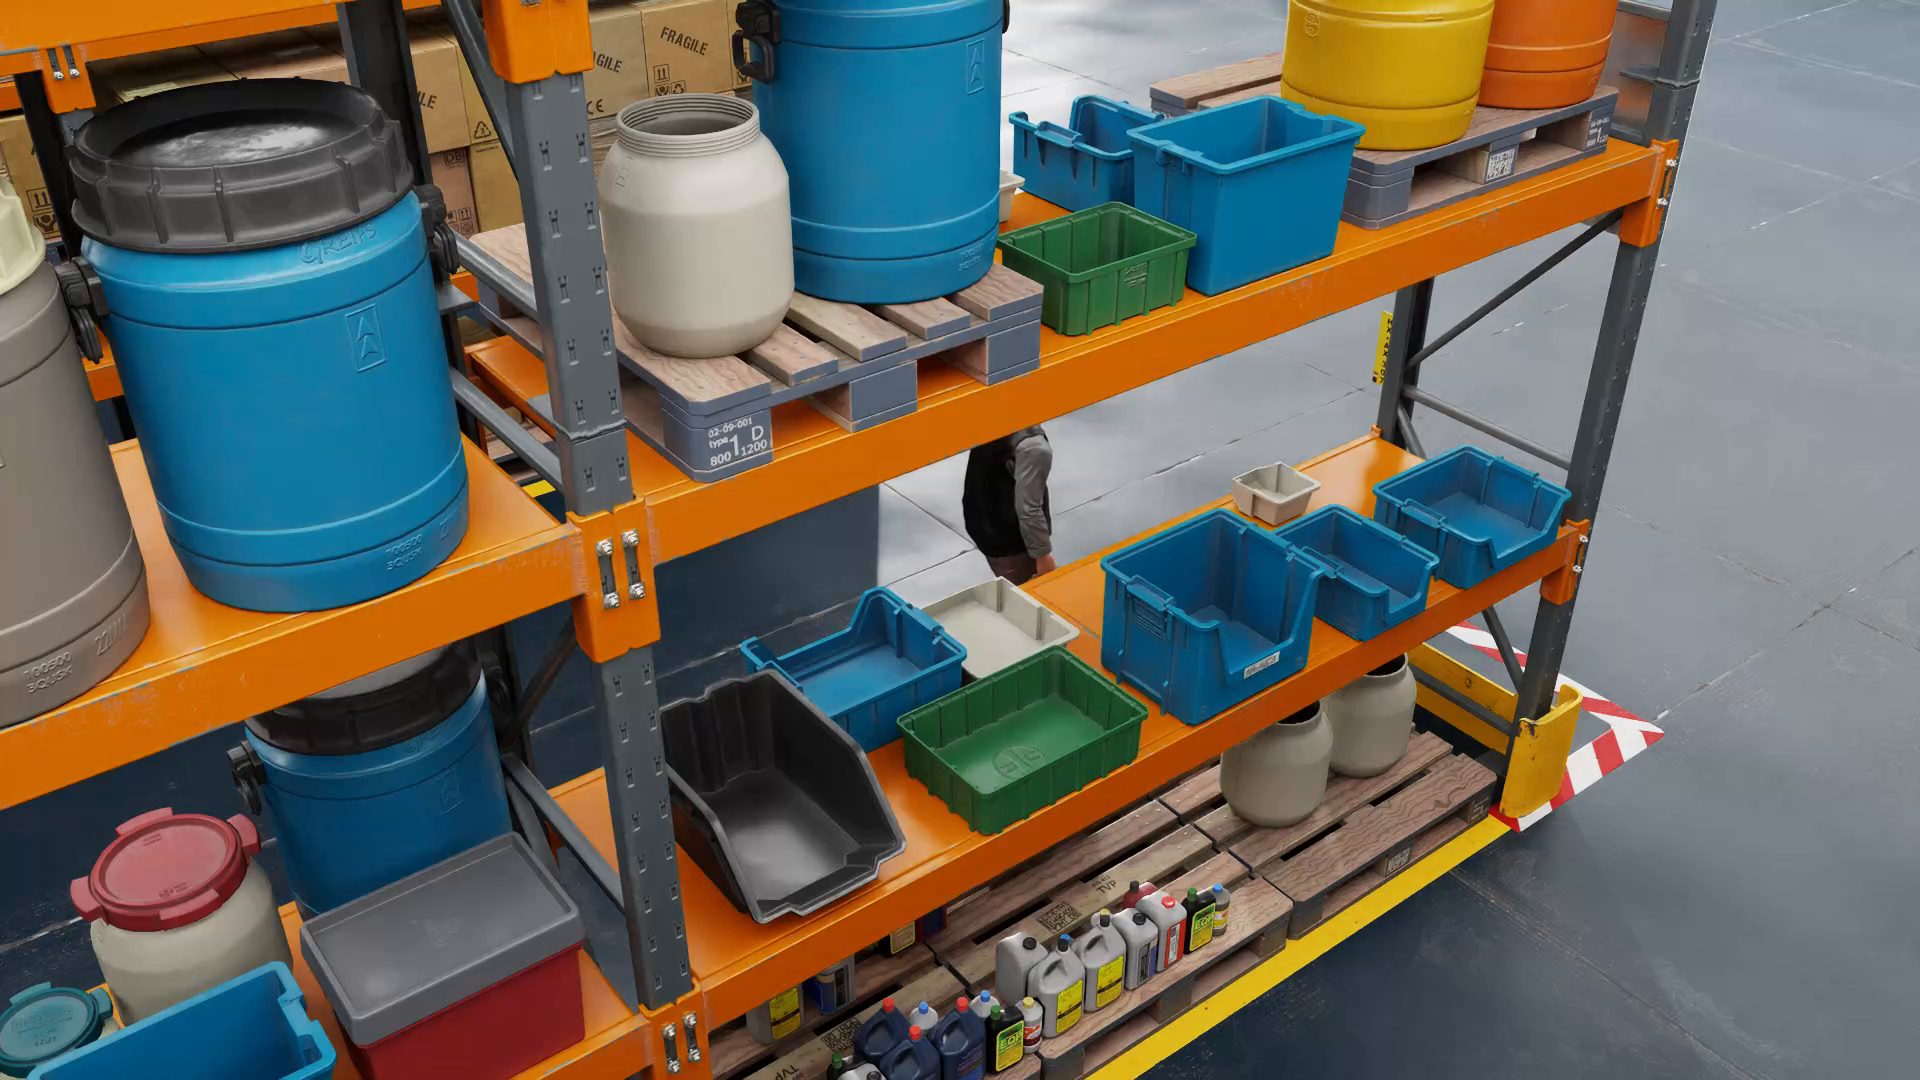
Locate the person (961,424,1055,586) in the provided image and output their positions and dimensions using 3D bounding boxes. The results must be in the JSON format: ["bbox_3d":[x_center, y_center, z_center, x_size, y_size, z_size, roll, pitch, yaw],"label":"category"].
[{"bbox_3d":[0.254,-0.023,7.197,0.466,1.720,0.579,-10,33,-16],"label":"person"}]
